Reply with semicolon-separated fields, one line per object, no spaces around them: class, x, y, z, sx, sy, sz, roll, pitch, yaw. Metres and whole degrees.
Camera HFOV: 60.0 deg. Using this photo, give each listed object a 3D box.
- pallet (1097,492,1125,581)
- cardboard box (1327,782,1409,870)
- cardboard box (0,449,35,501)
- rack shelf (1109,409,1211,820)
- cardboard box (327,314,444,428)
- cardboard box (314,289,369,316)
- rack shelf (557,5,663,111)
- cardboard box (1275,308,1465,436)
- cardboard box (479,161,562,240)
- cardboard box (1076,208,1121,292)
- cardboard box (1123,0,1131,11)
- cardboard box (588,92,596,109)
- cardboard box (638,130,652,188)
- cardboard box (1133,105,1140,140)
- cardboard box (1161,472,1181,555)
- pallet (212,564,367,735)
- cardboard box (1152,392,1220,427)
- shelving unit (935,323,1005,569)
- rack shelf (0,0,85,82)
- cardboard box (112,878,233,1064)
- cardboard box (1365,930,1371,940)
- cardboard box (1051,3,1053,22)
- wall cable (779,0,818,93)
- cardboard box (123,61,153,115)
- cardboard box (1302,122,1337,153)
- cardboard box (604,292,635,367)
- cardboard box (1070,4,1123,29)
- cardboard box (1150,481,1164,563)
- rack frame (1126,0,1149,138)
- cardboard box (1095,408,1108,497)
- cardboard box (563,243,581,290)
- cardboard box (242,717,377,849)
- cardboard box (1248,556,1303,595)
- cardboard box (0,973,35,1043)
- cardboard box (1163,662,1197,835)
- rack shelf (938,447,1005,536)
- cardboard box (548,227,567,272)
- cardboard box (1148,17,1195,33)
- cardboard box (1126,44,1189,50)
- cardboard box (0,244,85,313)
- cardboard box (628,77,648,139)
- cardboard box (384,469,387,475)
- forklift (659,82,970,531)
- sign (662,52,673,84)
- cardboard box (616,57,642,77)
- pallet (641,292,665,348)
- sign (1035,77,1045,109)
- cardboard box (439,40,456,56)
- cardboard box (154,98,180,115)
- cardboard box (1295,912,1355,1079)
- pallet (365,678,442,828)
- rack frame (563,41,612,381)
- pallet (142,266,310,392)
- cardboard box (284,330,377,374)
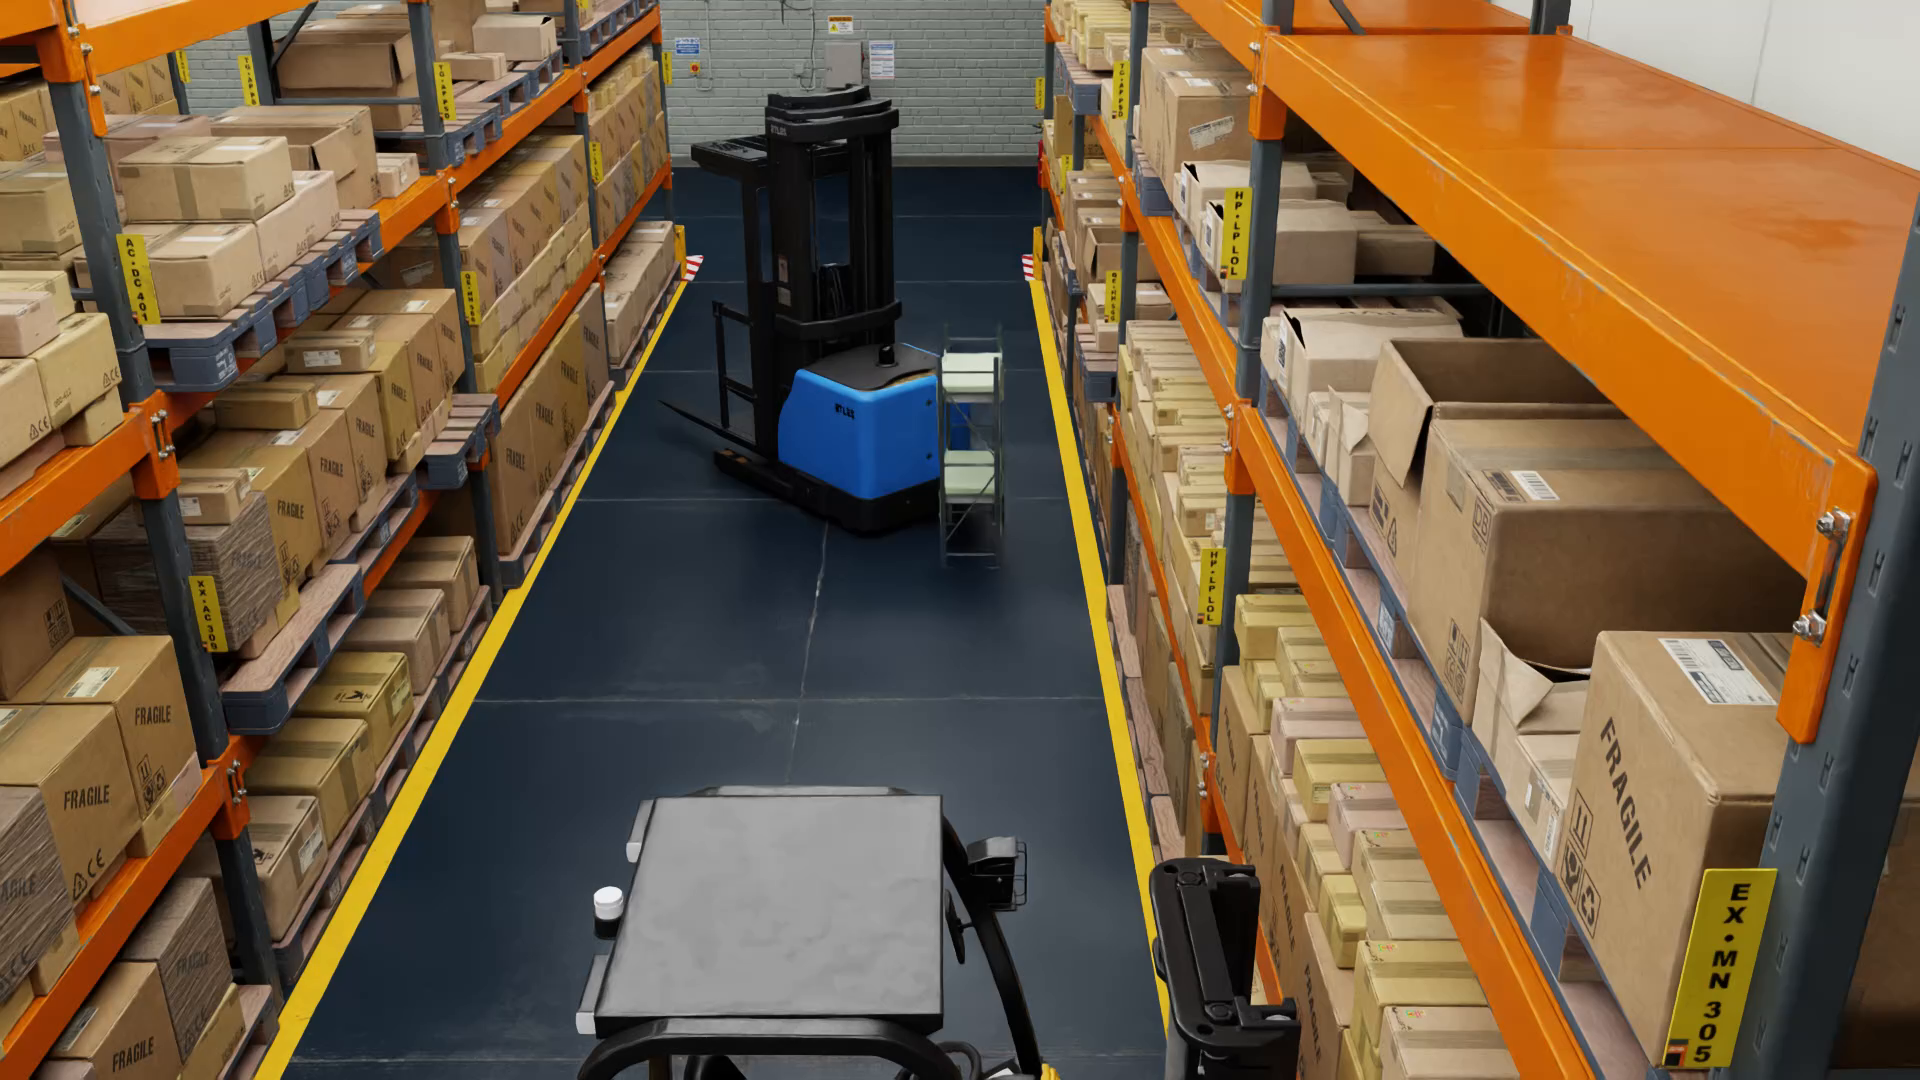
pallet;1.501;-0.021;11.541;1.003;0.211;1.213;0;24;-1
cardboard box;1.315;0.851;4.960;0.380;0.149;0.250;0;24;-1
cardboard box;-3.199;-0.226;5.274;0.380;0.149;0.250;0;24;0
rack shelf;1.493;0.168;8.612;1.077;0.370;4.000;0;24;-1
cardboard box;-3.193;-0.934;9.183;0.500;0.500;0.500;-1;24;-1
cardboard box;-3.719;-1.146;9.653;0.500;0.500;0.500;-1;24;-2
rack shelf;-3.558;-4.472;15.230;1.077;0.370;4.000;0;24;-1
cardboard box;1.280;-0.555;5.174;0.500;0.311;0.500;0;24;1
cardboard box;-3.281;-2.505;12.313;0.500;0.500;0.500;0;24;1
cardboard box;1.223;-2.132;12.193;0.700;0.500;0.500;0;24;-1
cardboard box;1.181;-4.501;13.636;0.500;0.250;0.500;0;24;0
cardboard box;-3.344;-3.747;14.273;0.380;0.149;0.250;-1;24;-1
cardboard box;-3.304;-3.686;16.139;0.500;0.500;0.500;0;24;1
cardboard box;1.171;-2.336;9.288;0.380;0.166;0.250;0;24;-1
cardboard box;1.241;-0.119;7.949;0.500;0.250;0.500;0;24;0
pallet;-3.312;0.460;7.326;1.003;0.211;1.213;0;24;-1
cardboard box;1.204;-0.661;8.663;0.380;0.149;0.250;0;24;1
shelving unit;0.082;-0.642;11.336;0.431;1.500;0.755;0;24;3
rack shelf;-3.427;-0.892;3.679;1.077;0.370;4.000;0;24;-1
cardboard box;-3.174;1.650;6.378;0.500;0.500;0.500;-1;24;-1
cardboard box;1.323;1.198;4.553;0.380;0.149;0.250;0;24;-1
cardboard box;1.069;-5.084;16.015;0.380;0.149;0.250;0;24;1
wall cable;-2.246;-7.054;22.475;0.588;1.984;0.122;0;24;-1
cardboard box;-8.269;-4.433;16.217;0.500;0.500;0.500;-1;24;-2
cardboard box;1.735;-2.222;8.934;0.500;0.250;0.500;0;24;-1
cardboard box;-3.436;-1.892;14.892;0.875;0.438;0.875;-1;24;-1
cardboard box;1.026;-3.918;12.445;0.380;0.149;0.250;-1;24;-2
cardboard box;1.249;-0.099;8.510;0.500;0.250;0.500;1;24;1
rack frame;1.471;-3.718;9.050;1.000;3.000;0.127;0;24;-1
cardboard box;1.248;-0.632;12.031;0.500;0.500;0.500;1;24;2
cardboard box;-3.275;-2.147;13.038;0.500;0.250;0.500;-1;24;-1
cardboard box;-3.468;1.182;8.177;0.950;0.372;0.625;1;24;3
cardboard box;1.289;0.183;6.796;0.380;0.149;0.250;1;24;1
cardboard box;-3.153;1.458;5.192;0.380;0.149;0.250;-1;24;-1
cardboard box;1.497;1.020;8.227;0.875;0.625;0.625;0;24;-1
rack shelf;0.088;-0.344;11.468;0.431;0.370;0.720;0;24;3
cardboard box;-3.264;-2.168;12.479;0.500;0.250;0.500;0;24;1
cardboard box;1.510;-3.601;11.745;0.380;0.149;0.250;0;24;0
cardboard box;1.260;-3.063;10.580;0.380;0.149;0.250;-1;24;-1
cardboard box;-3.600;-1.042;6.446;0.500;0.250;0.500;-1;24;-2
cardboard box;-3.299;-4.141;15.932;0.500;0.500;0.500;0;24;-1
cardboard box;-3.242;-0.368;8.719;0.380;0.149;0.250;0;24;0
forklift;-1.257;-1.927;12.454;1.130;2.935;3.031;-20;31;-37
sign;-3.037;-4.889;17.227;0.100;0.325;0.005;0;24;-1
cardboard box;-3.300;-4.592;16.141;0.380;0.149;0.250;0;24;1
pallet;-3.482;-2.156;16.260;1.003;0.211;1.213;0;24;-1
sign;0.841;-4.673;17.391;0.100;0.325;0.005;0;24;-1
cardboard box;-3.872;-3.537;12.065;0.380;0.166;0.250;-2;24;-4
cardboard box;-8.266;-4.190;16.892;0.500;0.500;0.500;0;24;1
cardboard box;1.272;1.433;4.820;0.500;0.500;0.500;0;24;0
pallet;-3.475;1.134;8.987;1.003;0.211;1.213;0;24;-1
rack frame;-3.536;-2.609;13.878;1.000;3.000;0.127;0;24;-1
pallet;-3.349;-0.848;6.573;1.213;0.211;1.003;0;24;-1
cardboard box;-3.192;-0.955;8.443;0.380;0.149;0.250;-1;24;-3
